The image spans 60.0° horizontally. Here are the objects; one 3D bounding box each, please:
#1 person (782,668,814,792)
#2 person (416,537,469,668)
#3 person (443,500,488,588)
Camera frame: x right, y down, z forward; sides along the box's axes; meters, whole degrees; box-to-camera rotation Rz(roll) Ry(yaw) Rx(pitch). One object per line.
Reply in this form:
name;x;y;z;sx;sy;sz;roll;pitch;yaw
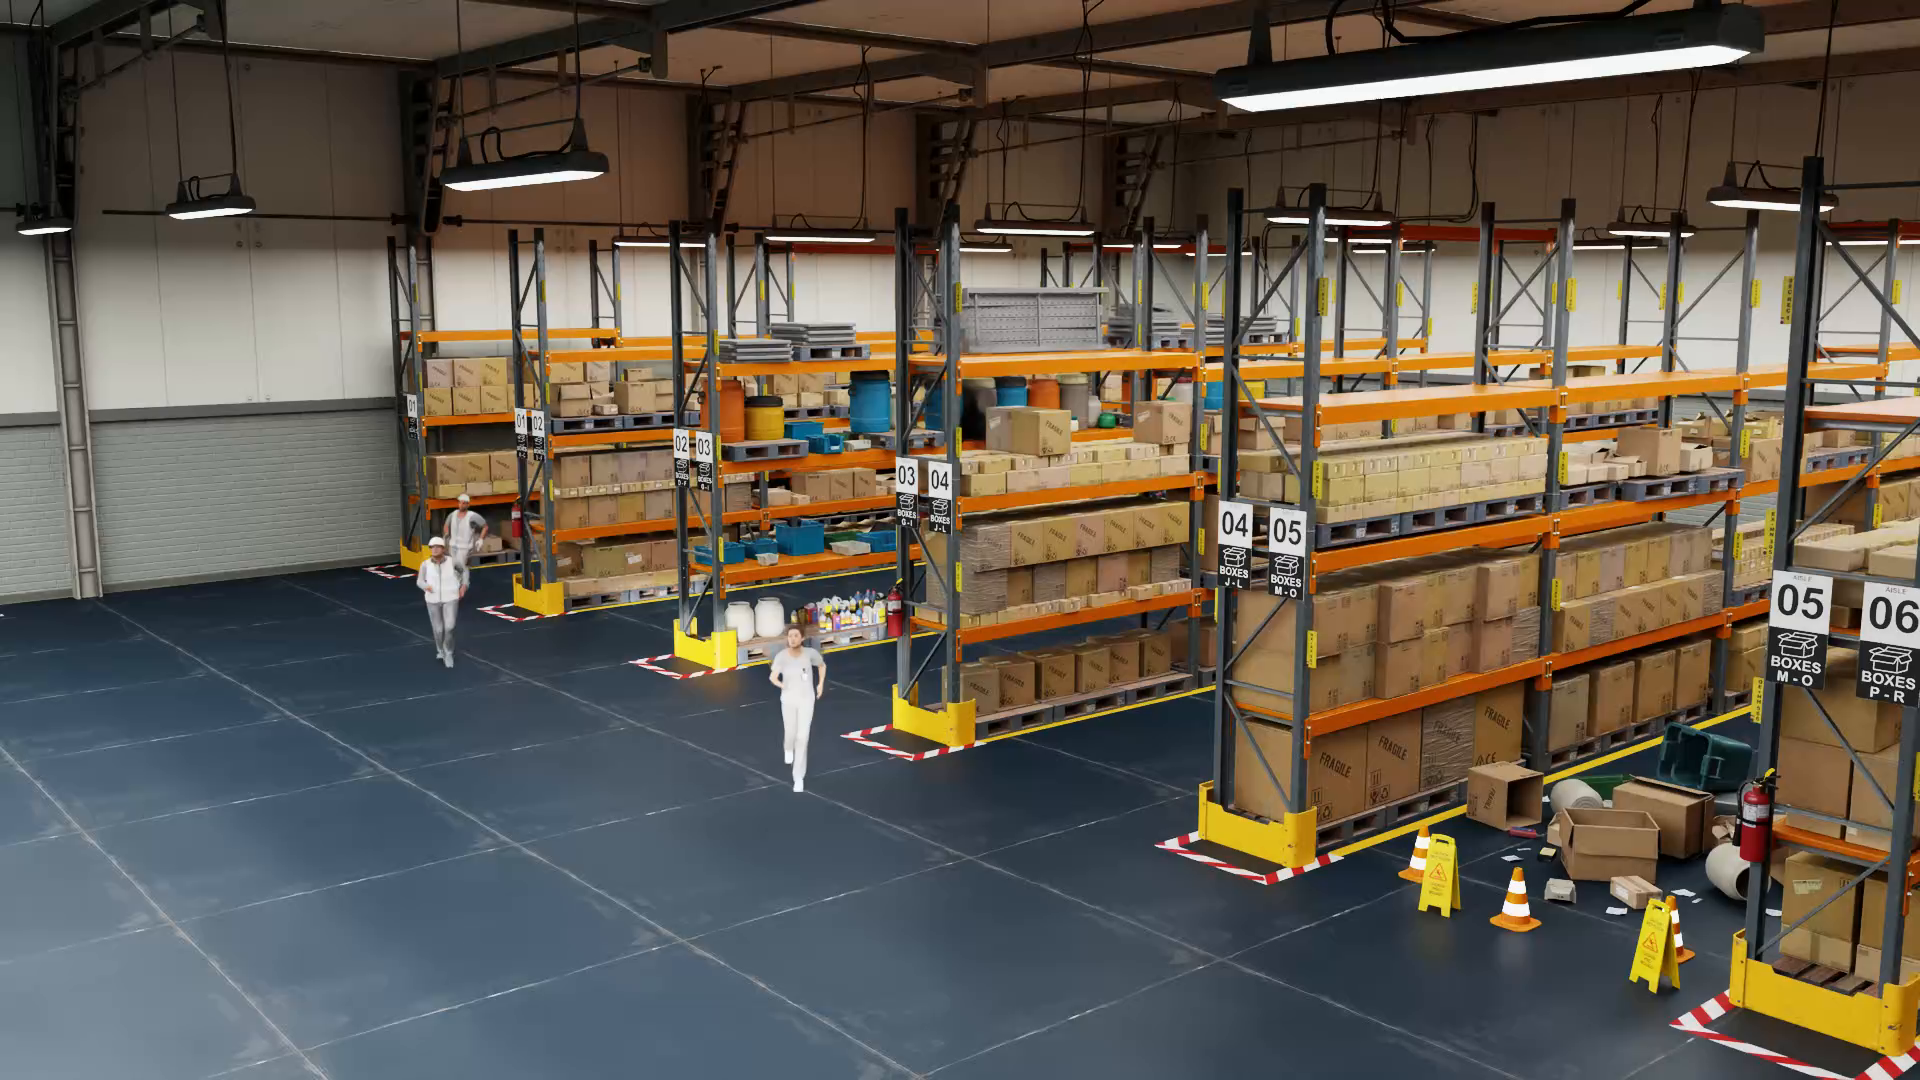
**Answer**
person;-1.703;1.901;17.404;0.370;1.255;0.955;0;9;-1
person;-7.049;0.844;22.668;0.662;1.789;0.726;-2;9;-10
person;-8.080;0.113;27.041;0.713;1.647;0.777;3;9;20
